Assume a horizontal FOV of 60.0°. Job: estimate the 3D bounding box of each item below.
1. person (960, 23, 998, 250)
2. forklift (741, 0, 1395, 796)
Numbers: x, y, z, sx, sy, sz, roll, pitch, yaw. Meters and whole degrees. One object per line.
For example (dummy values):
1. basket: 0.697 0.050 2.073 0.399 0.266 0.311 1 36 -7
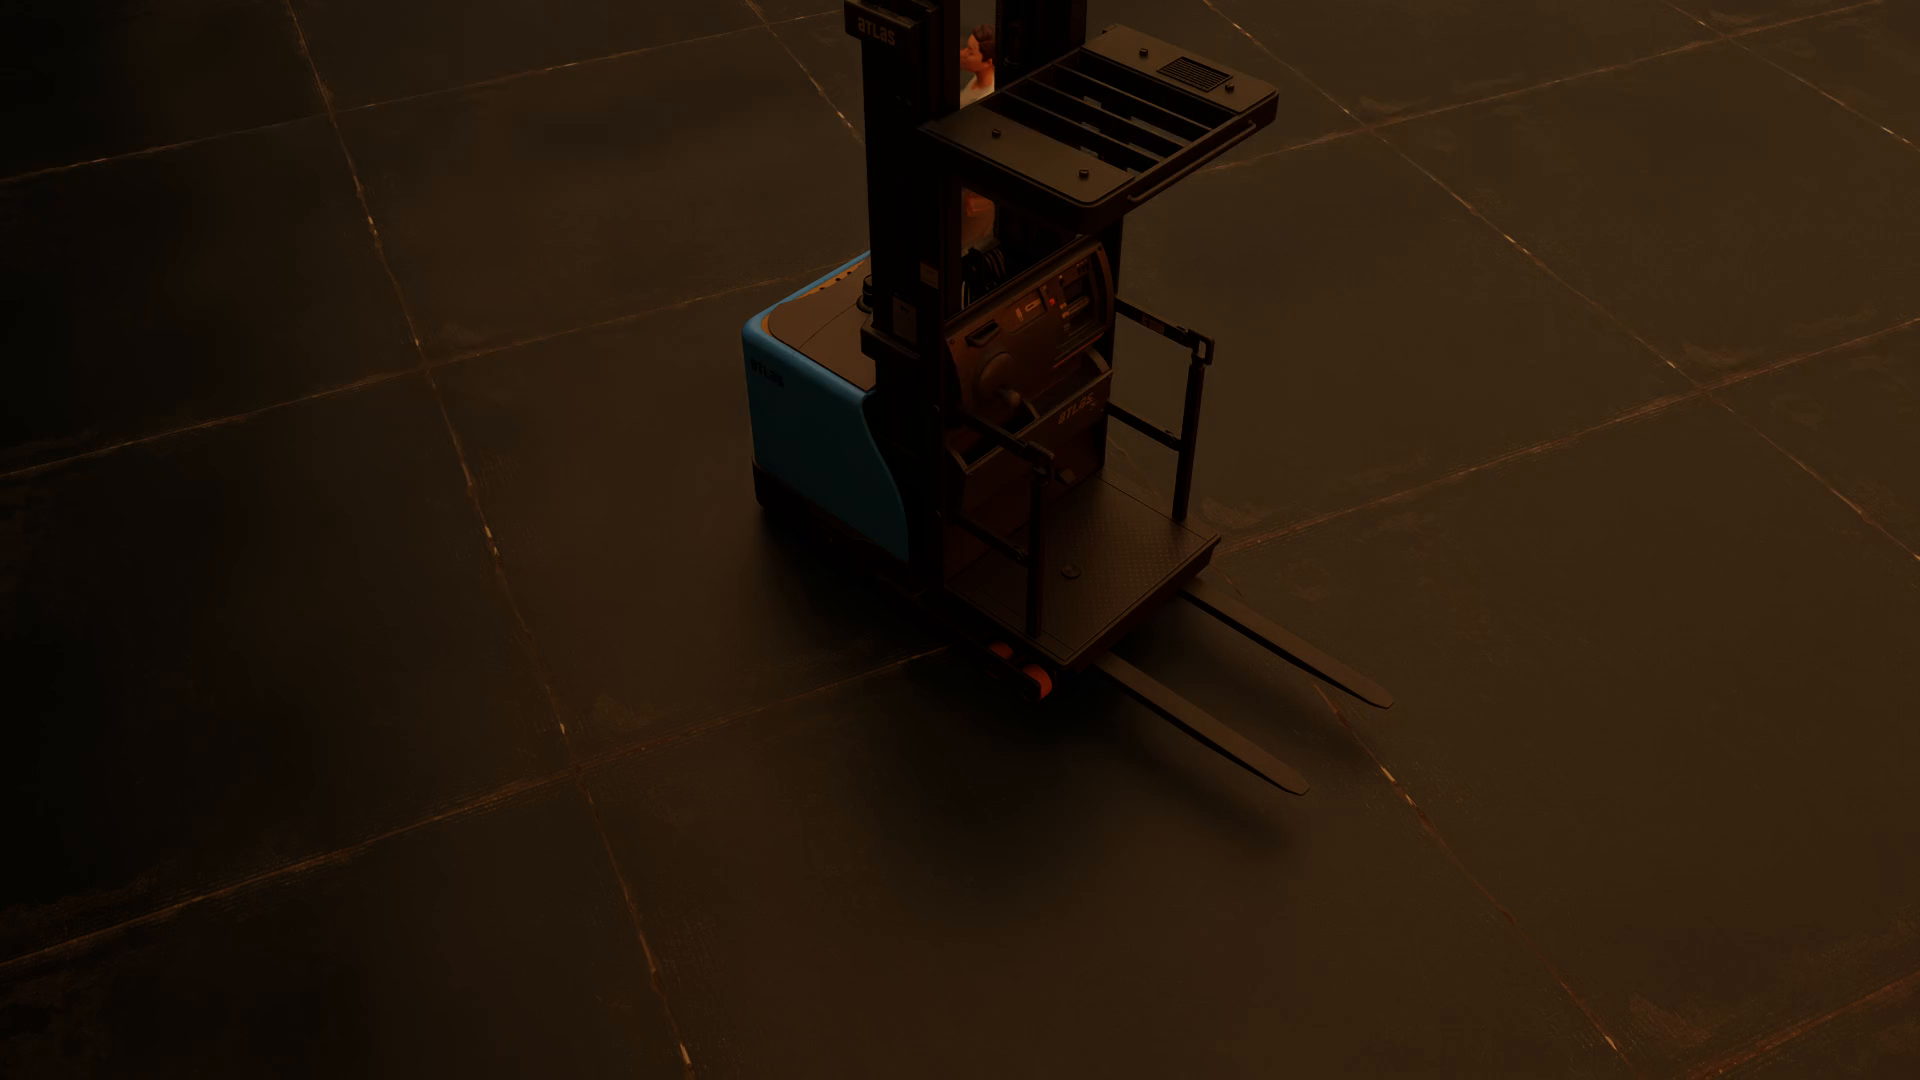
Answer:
1. person: 0.023 -1.908 8.638 0.541 1.679 0.557 2 43 2
2. forklift: 0.445 -0.788 6.525 3.031 2.935 1.130 32 52 30
